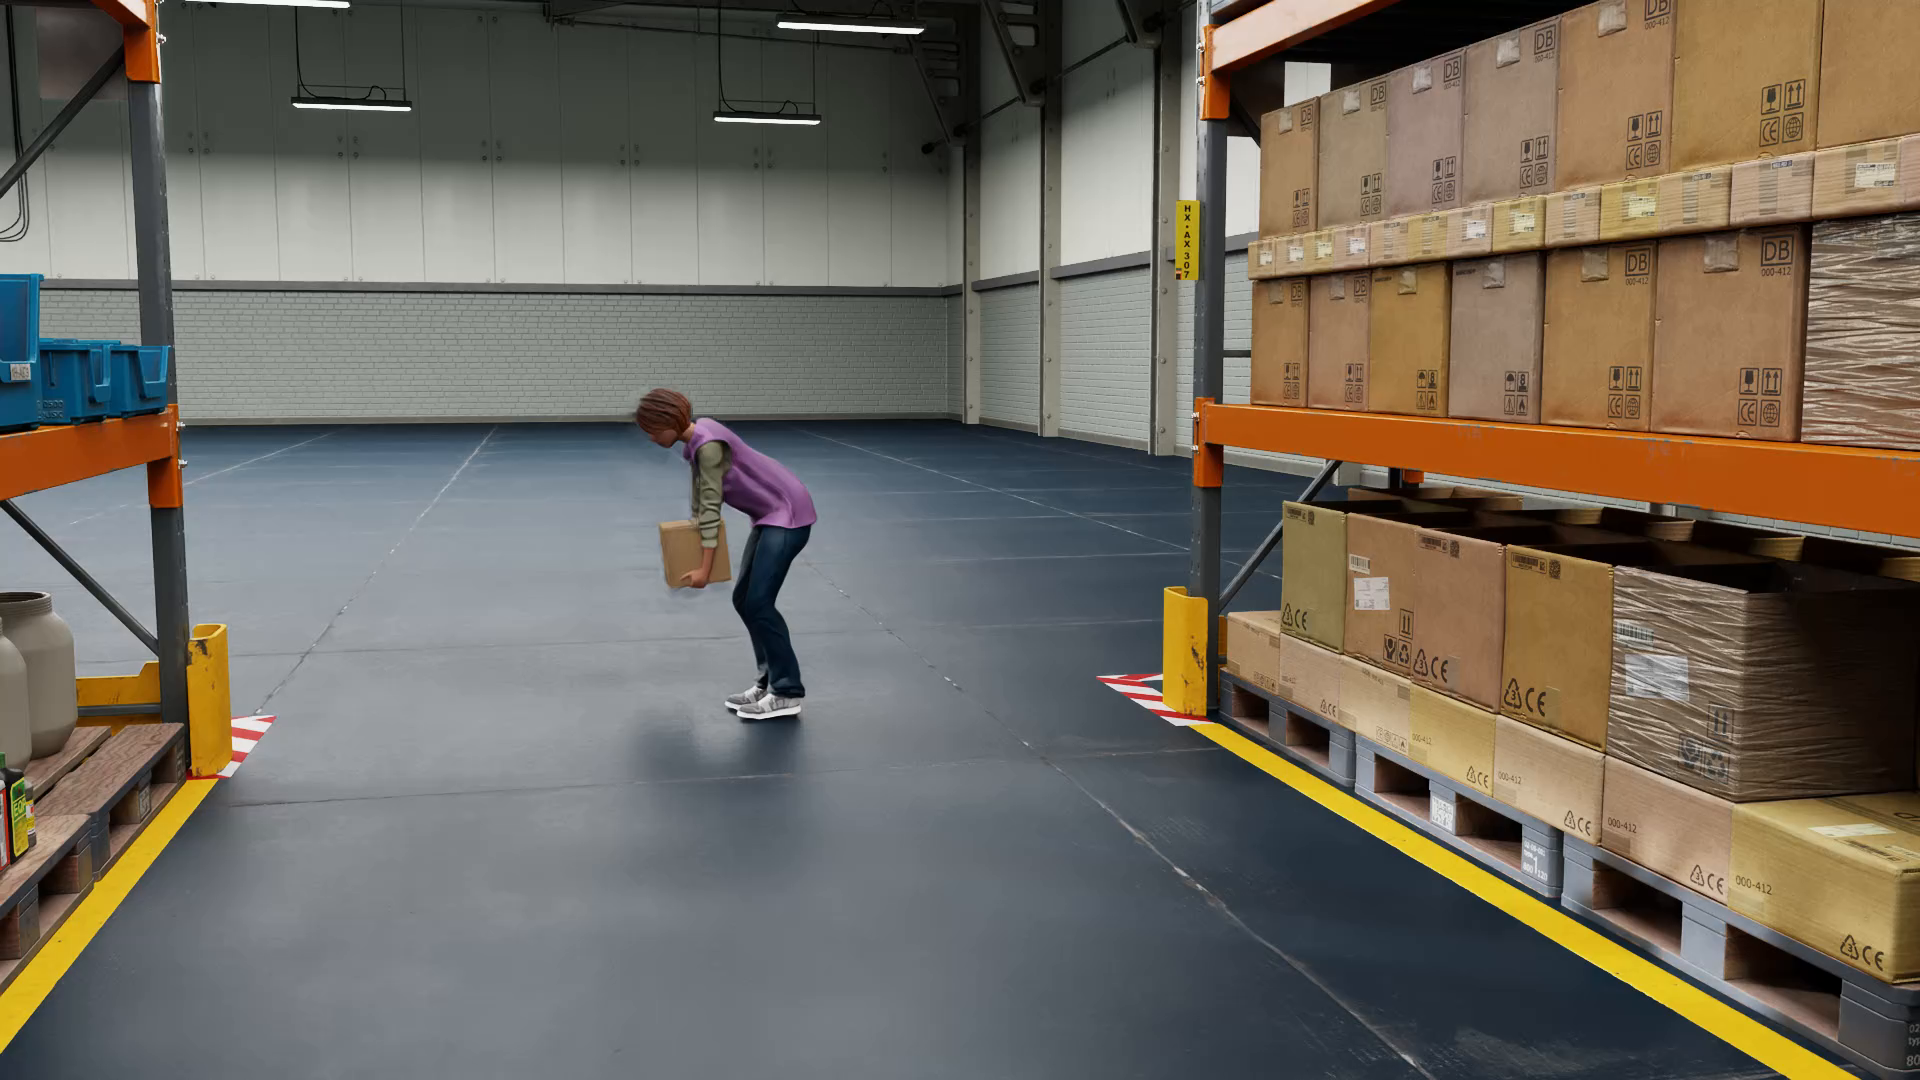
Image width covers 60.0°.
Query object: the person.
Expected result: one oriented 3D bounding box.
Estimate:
[{"bbox_3d":[-0.964,0.063,6.926,0.737,1.356,0.374,-2,7,-15],"label":"person"}]
